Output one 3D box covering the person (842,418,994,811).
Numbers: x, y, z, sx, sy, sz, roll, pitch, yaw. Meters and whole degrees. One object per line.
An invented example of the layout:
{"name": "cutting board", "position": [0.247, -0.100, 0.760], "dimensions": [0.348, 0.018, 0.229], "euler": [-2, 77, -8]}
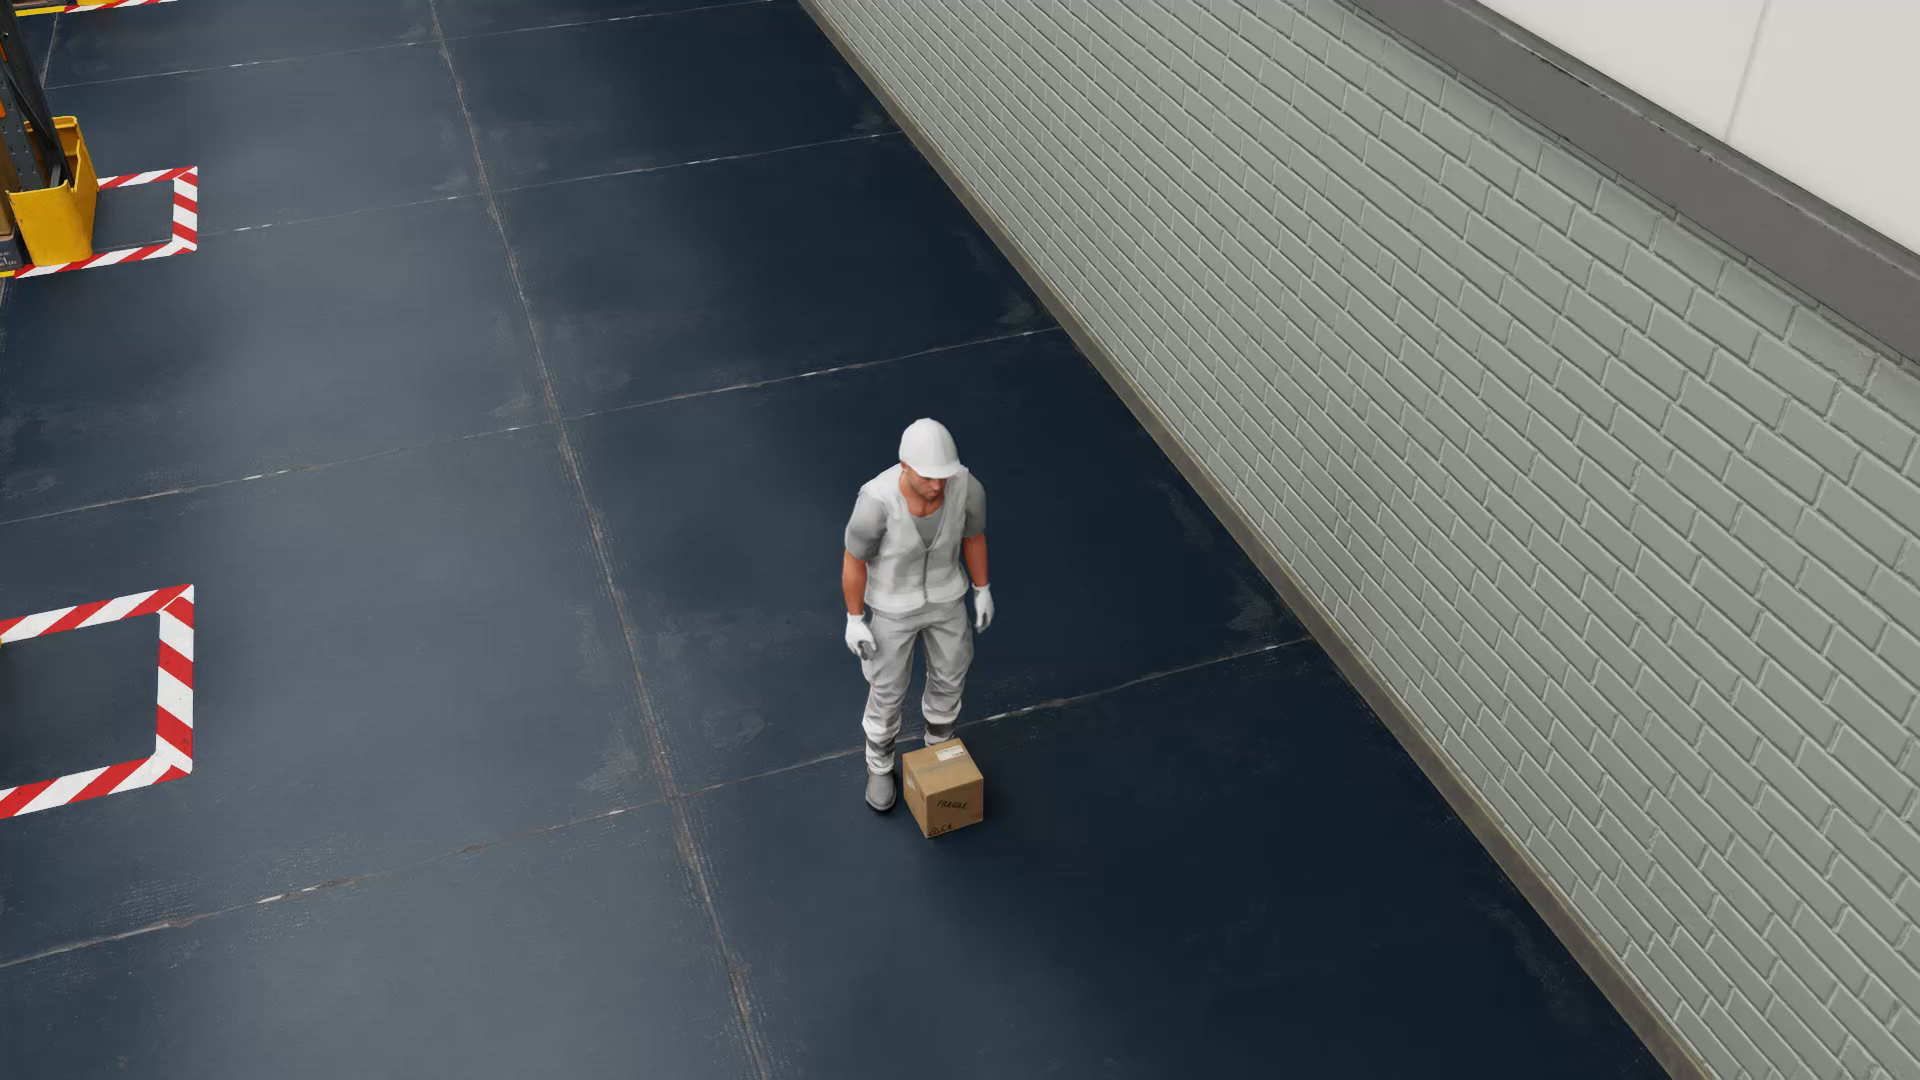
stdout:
{"name": "person", "position": [-0.155, 0.270, 6.419], "dimensions": [0.611, 1.779, 0.455], "euler": [-13, 39, -16]}
